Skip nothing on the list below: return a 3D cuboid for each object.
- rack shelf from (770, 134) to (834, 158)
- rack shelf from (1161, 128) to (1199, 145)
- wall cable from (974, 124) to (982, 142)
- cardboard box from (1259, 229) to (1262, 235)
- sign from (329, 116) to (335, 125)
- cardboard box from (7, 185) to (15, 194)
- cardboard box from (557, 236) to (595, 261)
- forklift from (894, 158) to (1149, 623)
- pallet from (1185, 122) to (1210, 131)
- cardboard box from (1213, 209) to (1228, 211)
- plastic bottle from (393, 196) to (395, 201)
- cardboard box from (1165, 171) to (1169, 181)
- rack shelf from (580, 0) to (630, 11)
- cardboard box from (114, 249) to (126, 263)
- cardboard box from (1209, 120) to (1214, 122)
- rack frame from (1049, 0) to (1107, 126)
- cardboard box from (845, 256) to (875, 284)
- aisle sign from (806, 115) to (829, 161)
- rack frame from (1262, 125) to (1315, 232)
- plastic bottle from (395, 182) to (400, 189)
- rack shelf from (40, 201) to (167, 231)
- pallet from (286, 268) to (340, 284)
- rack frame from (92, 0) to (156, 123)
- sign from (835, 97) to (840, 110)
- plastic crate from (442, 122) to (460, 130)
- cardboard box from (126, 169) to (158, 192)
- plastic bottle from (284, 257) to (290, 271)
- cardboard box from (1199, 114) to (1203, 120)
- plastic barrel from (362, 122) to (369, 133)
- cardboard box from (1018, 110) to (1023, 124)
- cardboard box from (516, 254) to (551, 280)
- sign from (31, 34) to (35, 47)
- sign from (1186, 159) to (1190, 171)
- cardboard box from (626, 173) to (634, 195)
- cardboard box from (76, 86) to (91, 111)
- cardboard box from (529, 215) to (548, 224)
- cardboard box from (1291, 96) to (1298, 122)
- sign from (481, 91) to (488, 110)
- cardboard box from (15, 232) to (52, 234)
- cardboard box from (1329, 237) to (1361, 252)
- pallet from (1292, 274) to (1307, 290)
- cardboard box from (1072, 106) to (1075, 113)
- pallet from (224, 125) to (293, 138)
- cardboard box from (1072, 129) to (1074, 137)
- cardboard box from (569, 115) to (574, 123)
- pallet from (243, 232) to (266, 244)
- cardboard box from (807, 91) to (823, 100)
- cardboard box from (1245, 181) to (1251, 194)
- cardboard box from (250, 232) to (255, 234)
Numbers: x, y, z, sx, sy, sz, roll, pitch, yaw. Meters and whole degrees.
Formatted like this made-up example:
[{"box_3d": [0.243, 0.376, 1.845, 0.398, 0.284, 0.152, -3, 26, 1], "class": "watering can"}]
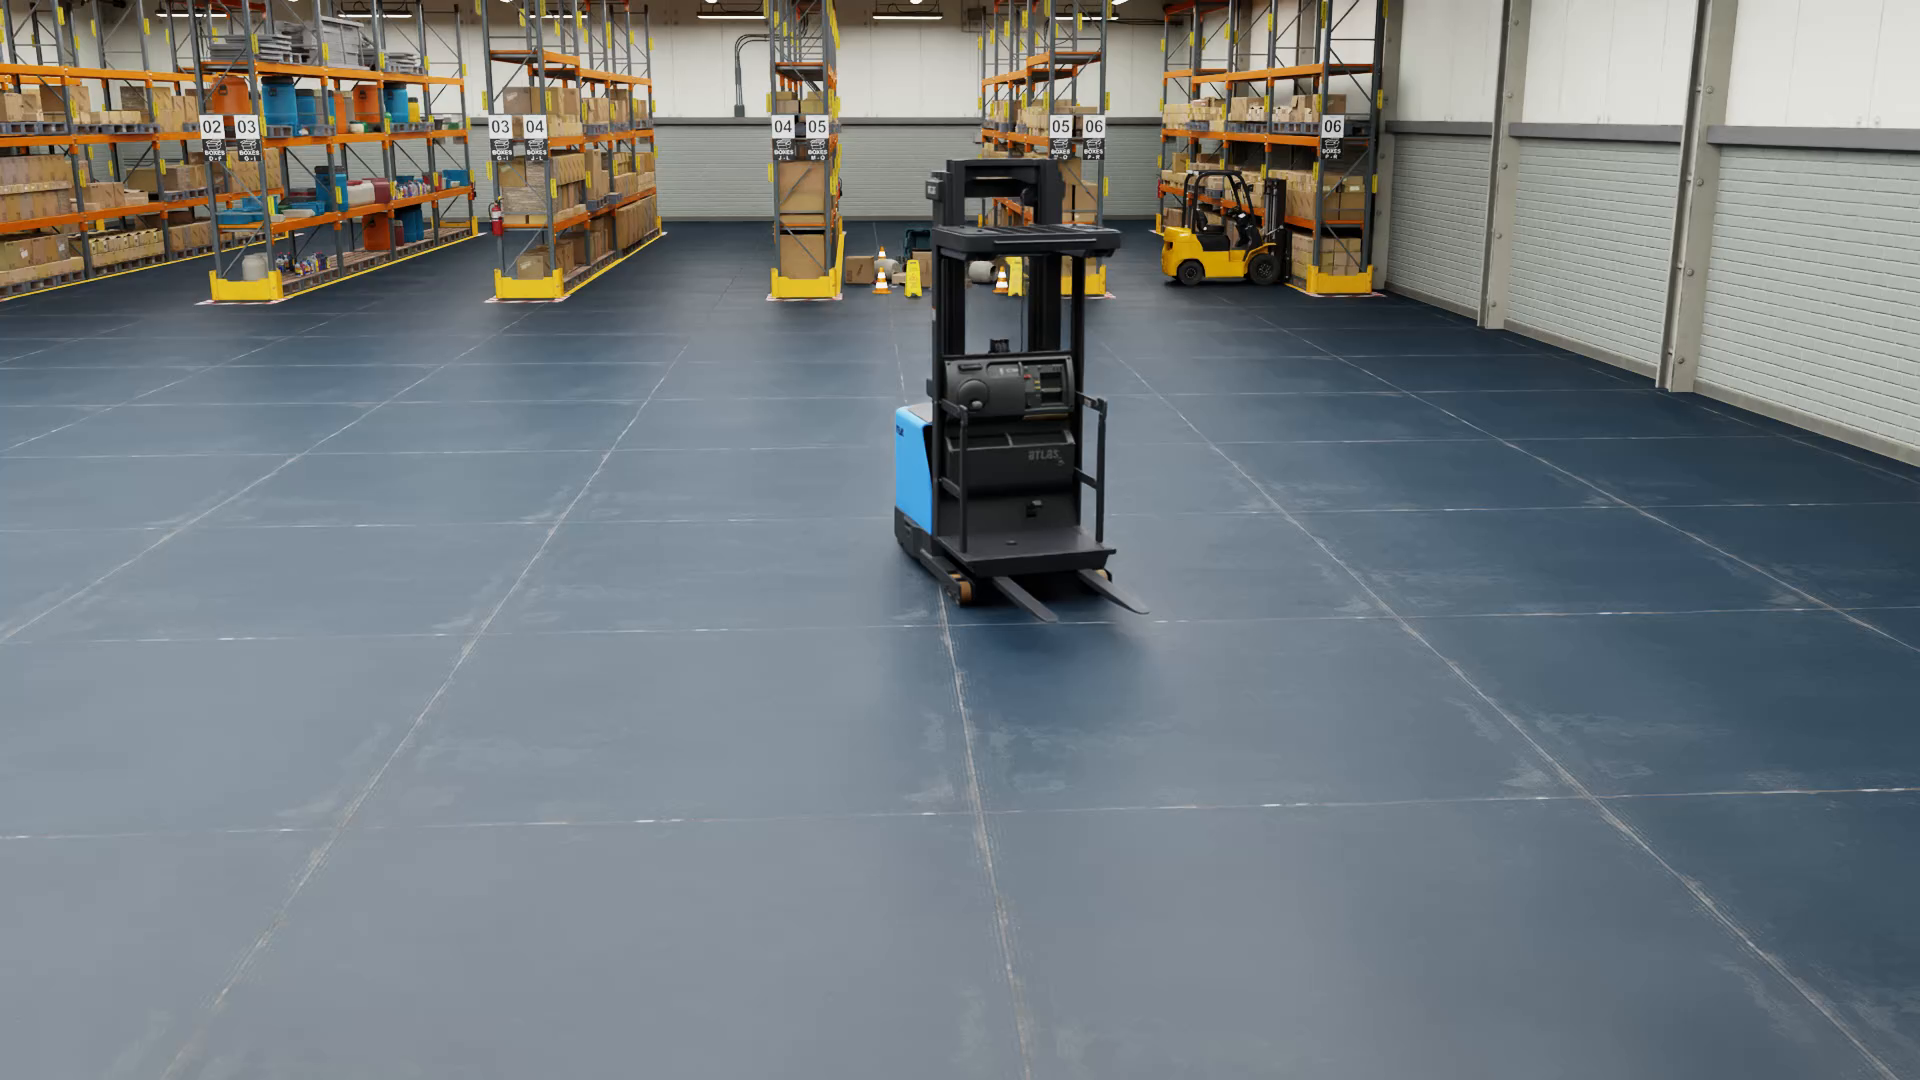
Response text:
[{"box_3d": [-2.959, -7.497, 31.568, 1.077, 0.370, 4.000, -1, 14, -3], "class": "rack shelf"}, {"box_3d": [6.185, -10.660, 43.864, 1.077, 0.370, 4.000, -1, 14, -3], "class": "rack shelf"}, {"box_3d": [0.735, -11.885, 51.098, 0.585, 1.953, 0.123, -1, 14, -3], "class": "wall cable"}, {"box_3d": [6.762, -6.252, 35.229, 0.875, 0.625, 0.625, 0, 14, -1], "class": "cardboard box"}, {"box_3d": [-12.434, -8.225, 32.936, 0.100, 0.325, 0.005, -1, 14, -3], "class": "sign"}, {"box_3d": [-17.554, -6.412, 30.425, 0.380, 0.149, 0.250, -1, 14, -5], "class": "cardboard box"}, {"box_3d": [-8.067, -6.113, 34.899, 0.700, 0.500, 0.500, -1, 14, -4], "class": "cardboard box"}, {"box_3d": [0.414, -1.087, 11.369, 1.130, 2.935, 3.031, -4, 15, -17], "class": "forklift"}, {"box_3d": [6.280, -10.257, 41.230, 1.213, 0.211, 1.003, -1, 14, -3], "class": "pallet"}, {"box_3d": [6.620, -8.279, 42.054, 0.380, 0.149, 0.250, -1, 15, -6], "class": "cardboard box"}, {"box_3d": [-12.921, -7.827, 37.825, 0.097, 0.201, 0.097, 0, 14, 0], "class": "plastic bottle"}, {"box_3d": [5.852, -9.883, 45.120, 0.500, 0.250, 0.500, -1, 14, -3], "class": "cardboard box"}, {"box_3d": [-8.412, -12.497, 38.313, 1.077, 0.370, 4.000, -1, 14, -3], "class": "rack shelf"}, {"box_3d": [-17.770, -5.918, 34.685, 0.500, 0.250, 0.500, -1, 14, -5], "class": "cardboard box"}, {"box_3d": [6.562, -10.713, 42.328, 0.500, 0.250, 0.500, -1, 14, -5], "class": "cardboard box"}, {"box_3d": [2.099, -8.902, 29.566, 1.000, 3.000, 0.127, -1, 14, -3], "class": "rack frame"}, {"box_3d": [-1.963, -5.310, 32.658, 0.500, 0.500, 0.500, 2, 15, 6], "class": "cardboard box"}, {"box_3d": [-2.531, -7.141, 29.545, 0.394, 0.787, 0.004, -1, 14, -3], "class": "aisle sign"}, {"box_3d": [6.805, -7.069, 34.482, 1.000, 3.000, 0.127, -1, 14, -3], "class": "rack frame"}, {"box_3d": [-13.171, -8.195, 38.955, 0.144, 0.351, 0.185, -1, 14, -3], "class": "plastic bottle"}, {"box_3d": [-18.051, -6.836, 35.018, 1.077, 0.370, 4.000, -1, 14, -3], "class": "rack shelf"}, {"box_3d": [-12.983, -5.244, 32.984, 1.003, 0.211, 1.213, -1, 14, -3], "class": "pallet"}, {"box_3d": [-18.175, -10.587, 36.114, 1.000, 3.000, 0.127, -1, 14, -3], "class": "rack frame"}, {"box_3d": [-3.025, -10.783, 41.068, 0.100, 0.325, 0.005, -1, 14, -3], "class": "sign"}, {"box_3d": [-13.381, -10.856, 43.604, 0.450, 0.188, 0.336, -1, 14, -3], "class": "plastic crate"}, {"box_3d": [-18.327, -8.088, 37.398, 0.700, 0.500, 0.500, -6, 16, -22], "class": "cardboard box"}, {"box_3d": [-13.218, -5.413, 32.636, 0.097, 0.271, 0.097, 0, 14, 0], "class": "plastic bottle"}, {"box_3d": [6.003, -10.244, 40.261, 0.380, 0.149, 0.250, -1, 14, -2], "class": "cardboard box"}, {"box_3d": [-13.165, -9.074, 36.565, 0.294, 0.245, 0.294, 0, 14, 0], "class": "plastic barrel"}, {"box_3d": [1.652, -9.252, 36.744, 0.700, 0.500, 0.500, -1, 14, -3], "class": "cardboard box"}, {"box_3d": [-7.814, -4.992, 30.583, 0.500, 0.500, 0.500, 2, 15, 7], "class": "cardboard box"}, {"box_3d": [-24.169, -13.021, 43.382, 0.100, 0.325, 0.005, -1, 14, -3], "class": "sign"}, {"box_3d": [5.768, -9.468, 42.067, 0.100, 0.325, 0.005, -1, 14, -3], "class": "sign"}, {"box_3d": [-8.210, -8.641, 40.392, 0.500, 0.500, 0.500, 0, 14, -2], "class": "cardboard box"}, {"box_3d": [-17.985, -8.929, 33.642, 0.500, 0.500, 0.500, 1, 14, 2], "class": "cardboard box"}, {"box_3d": [-7.572, -5.797, 30.040, 0.380, 0.149, 0.250, -1, 14, -3], "class": "cardboard box"}, {"box_3d": [6.821, -8.338, 32.141, 0.797, 0.503, 0.637, 0, 14, -2], "class": "cardboard box"}, {"box_3d": [-8.347, -7.722, 29.221, 0.100, 0.325, 0.005, -1, 14, -3], "class": "sign"}, {"box_3d": [-18.211, -5.801, 32.725, 0.500, 0.500, 0.500, -1, 14, -3], "class": "cardboard box"}, {"box_3d": [7.212, -5.553, 31.257, 0.500, 0.250, 0.500, -1, 14, -4], "class": "cardboard box"}, {"box_3d": [6.964, -4.914, 31.699, 1.003, 0.211, 1.213, -1, 14, -3], "class": "pallet"}, {"box_3d": [2.249, -7.868, 30.470, 0.380, 0.149, 0.250, -1, 14, -4], "class": "cardboard box"}, {"box_3d": [-12.689, -7.336, 29.877, 1.003, 0.211, 1.213, -1, 14, -3], "class": "pallet"}, {"box_3d": [2.275, -7.607, 31.056, 0.380, 0.149, 0.250, -1, 14, -4], "class": "cardboard box"}, {"box_3d": [-7.661, -8.138, 32.118, 0.380, 0.149, 0.250, -1, 14, -5], "class": "cardboard box"}, {"box_3d": [-18.543, -7.801, 42.921, 1.003, 0.211, 1.213, -1, 14, -3], "class": "pallet"}, {"box_3d": [-2.538, -7.952, 29.754, 0.380, 0.149, 0.250, -1, 14, -3], "class": "cardboard box"}, {"box_3d": [6.455, -7.612, 35.889, 0.500, 0.250, 0.500, -1, 14, -2], "class": "cardboard box"}, {"box_3d": [-18.545, -8.147, 42.800, 0.797, 0.503, 0.637, -1, 14, -3], "class": "cardboard box"}]
